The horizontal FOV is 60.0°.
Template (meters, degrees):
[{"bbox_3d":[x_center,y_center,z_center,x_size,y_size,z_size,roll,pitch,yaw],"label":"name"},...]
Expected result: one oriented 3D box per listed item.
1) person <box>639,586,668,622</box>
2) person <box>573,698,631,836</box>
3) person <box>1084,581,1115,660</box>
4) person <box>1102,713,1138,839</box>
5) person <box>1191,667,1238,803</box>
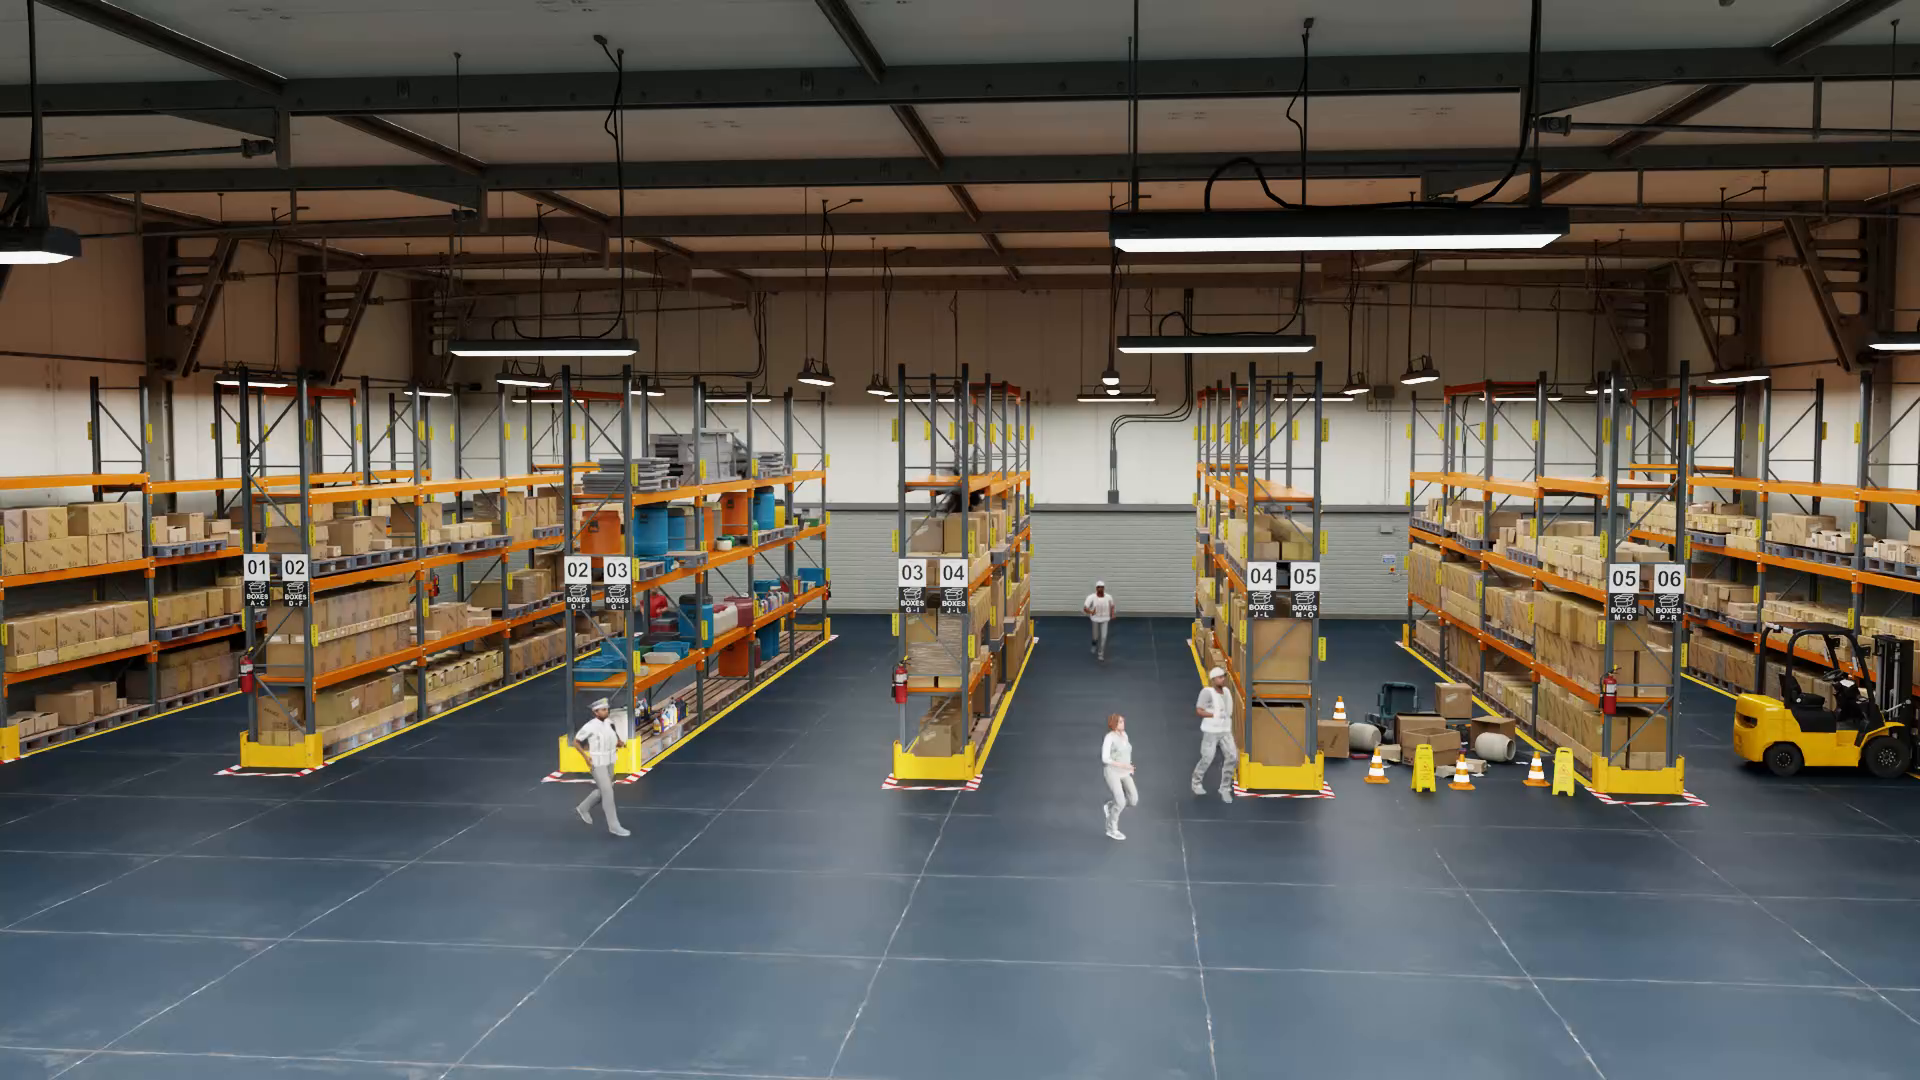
[{"bbox_3d":[-6.685,1.834,36.287,0.635,1.780,0.749,0,4,-7],"label":"person"},{"bbox_3d":[-4.480,2.802,20.768,0.941,1.683,0.576,2,4,28],"label":"person"},{"bbox_3d":[3.088,1.773,36.785,0.708,1.732,0.733,0,4,-6],"label":"person"},{"bbox_3d":[1.960,2.913,20.527,0.542,1.560,0.535,3,5,42],"label":"person"},{"bbox_3d":[3.500,2.661,22.719,0.677,1.845,0.697,-2,4,-31],"label":"person"}]
